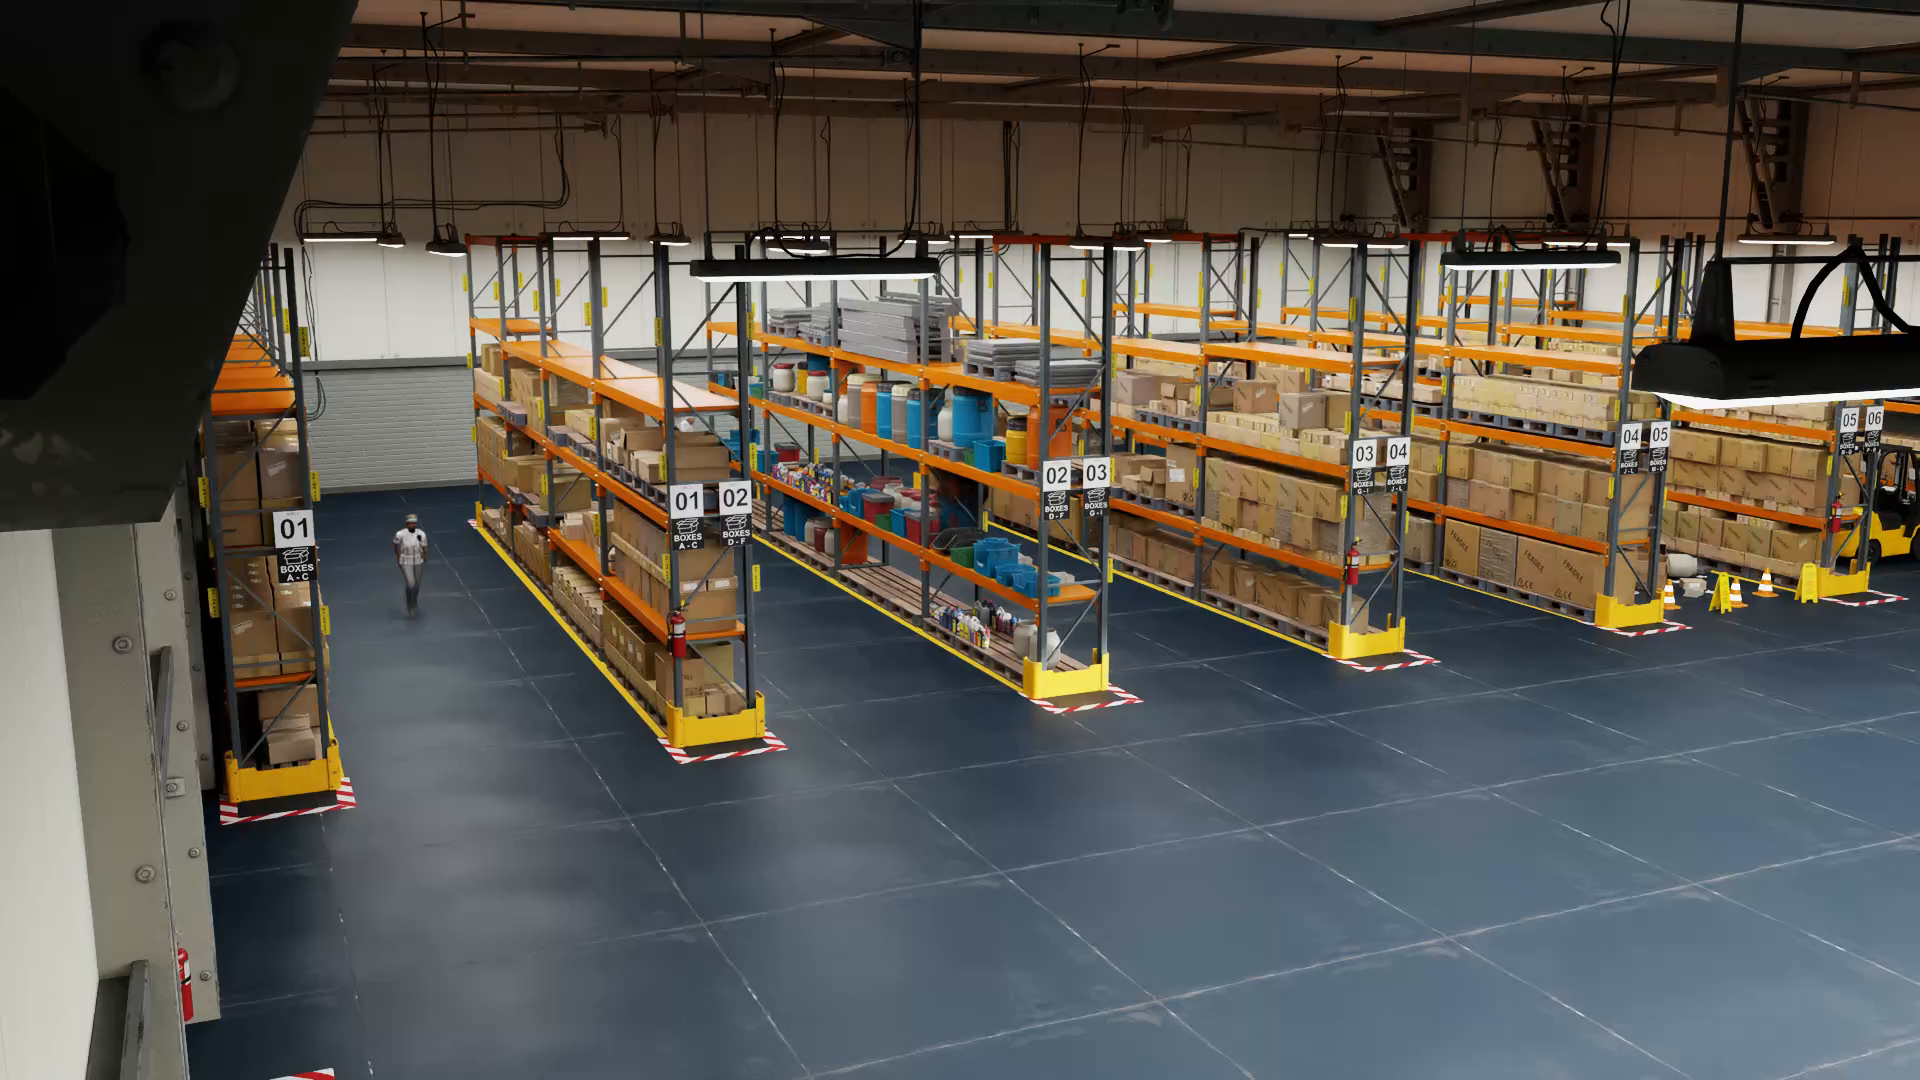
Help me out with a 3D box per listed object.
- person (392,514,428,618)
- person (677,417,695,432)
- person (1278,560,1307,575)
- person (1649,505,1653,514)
[{"bbox_3d":[-8.806,0.406,26.730,0.487,1.702,0.802,-7,13,-34],"label":"person"},{"bbox_3d":[-6.664,-2.168,39.724,1.082,1.785,0.695,-1,11,-5],"label":"person"},{"bbox_3d":[6.073,-0.267,29.901,0.686,1.810,0.823,-6,13,-29],"label":"person"},{"bbox_3d":[14.598,-1.118,34.706,0.575,1.617,0.720,-7,13,-34],"label":"person"}]
